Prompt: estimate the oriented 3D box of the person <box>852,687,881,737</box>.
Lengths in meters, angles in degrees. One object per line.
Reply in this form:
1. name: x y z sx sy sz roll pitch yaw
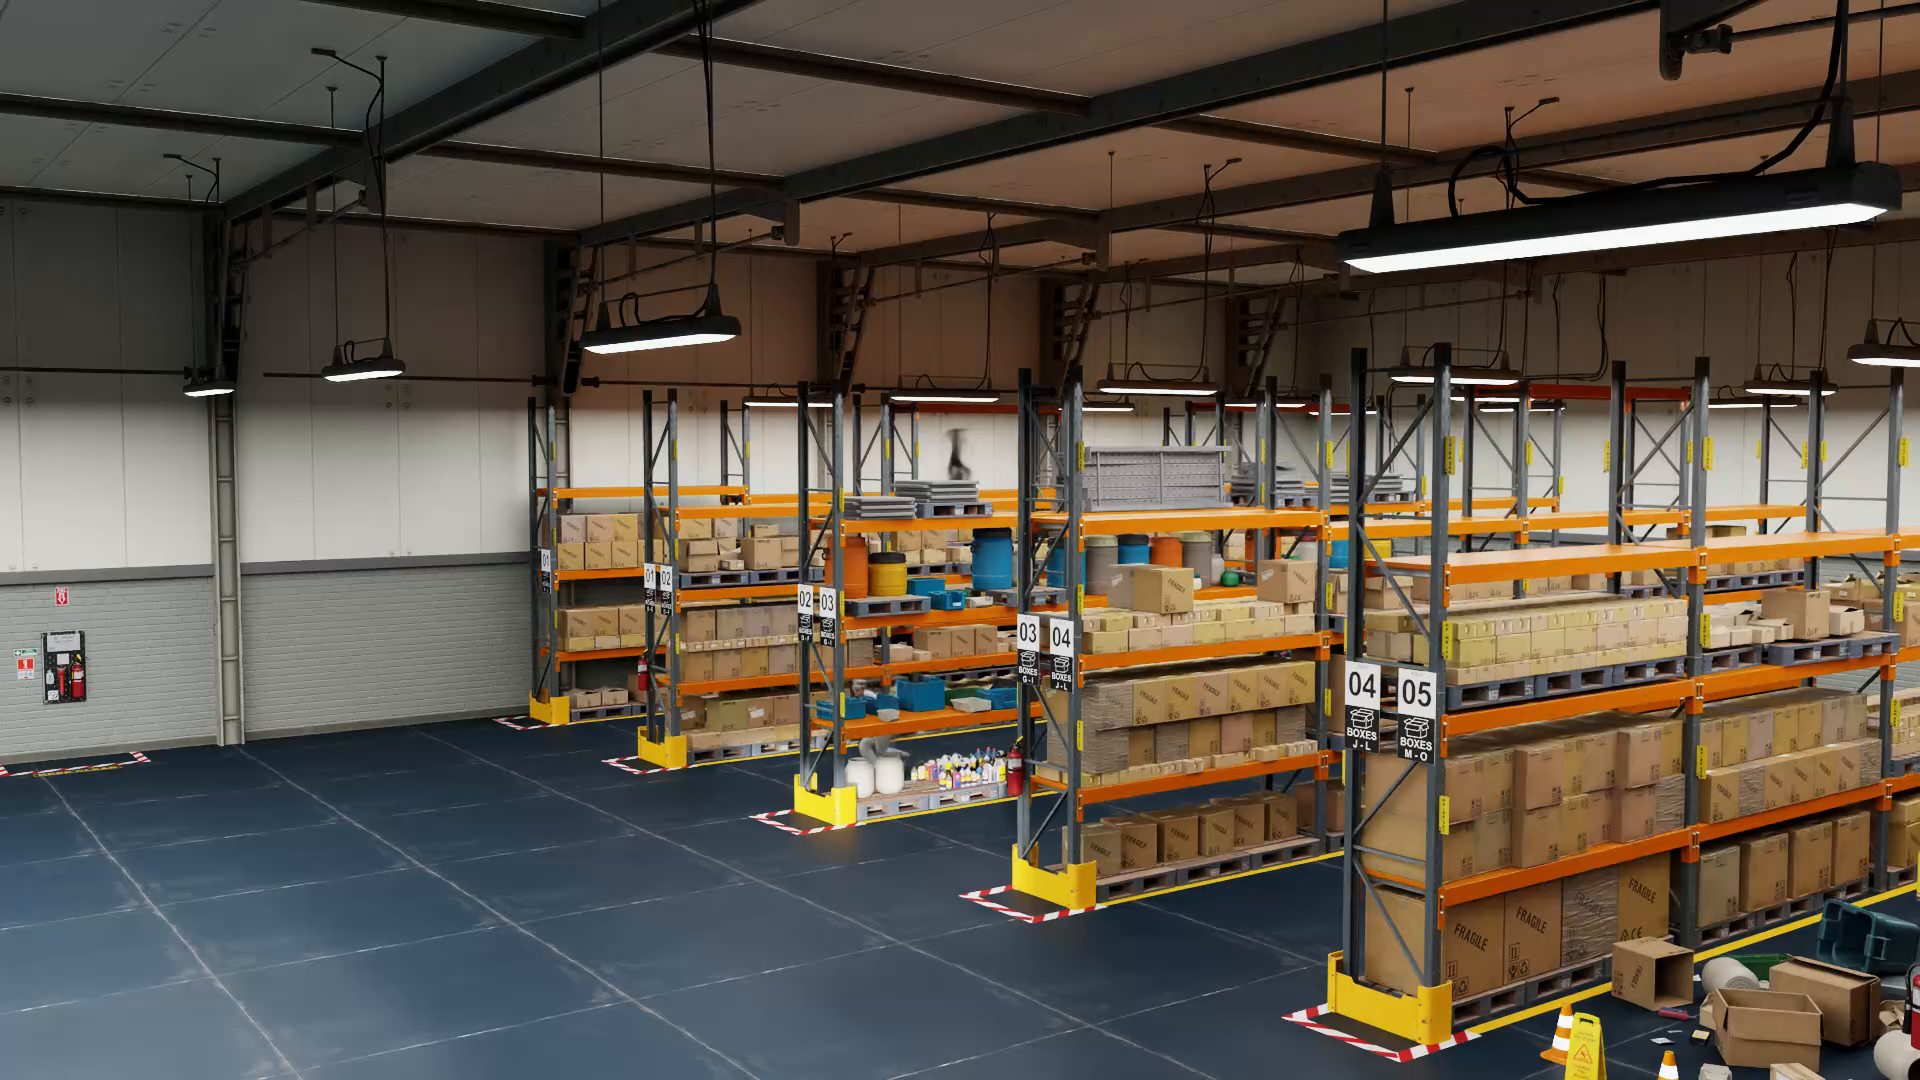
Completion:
1. person: -1.383 2.557 25.346 0.573 0.868 0.670 -3 4 -37
